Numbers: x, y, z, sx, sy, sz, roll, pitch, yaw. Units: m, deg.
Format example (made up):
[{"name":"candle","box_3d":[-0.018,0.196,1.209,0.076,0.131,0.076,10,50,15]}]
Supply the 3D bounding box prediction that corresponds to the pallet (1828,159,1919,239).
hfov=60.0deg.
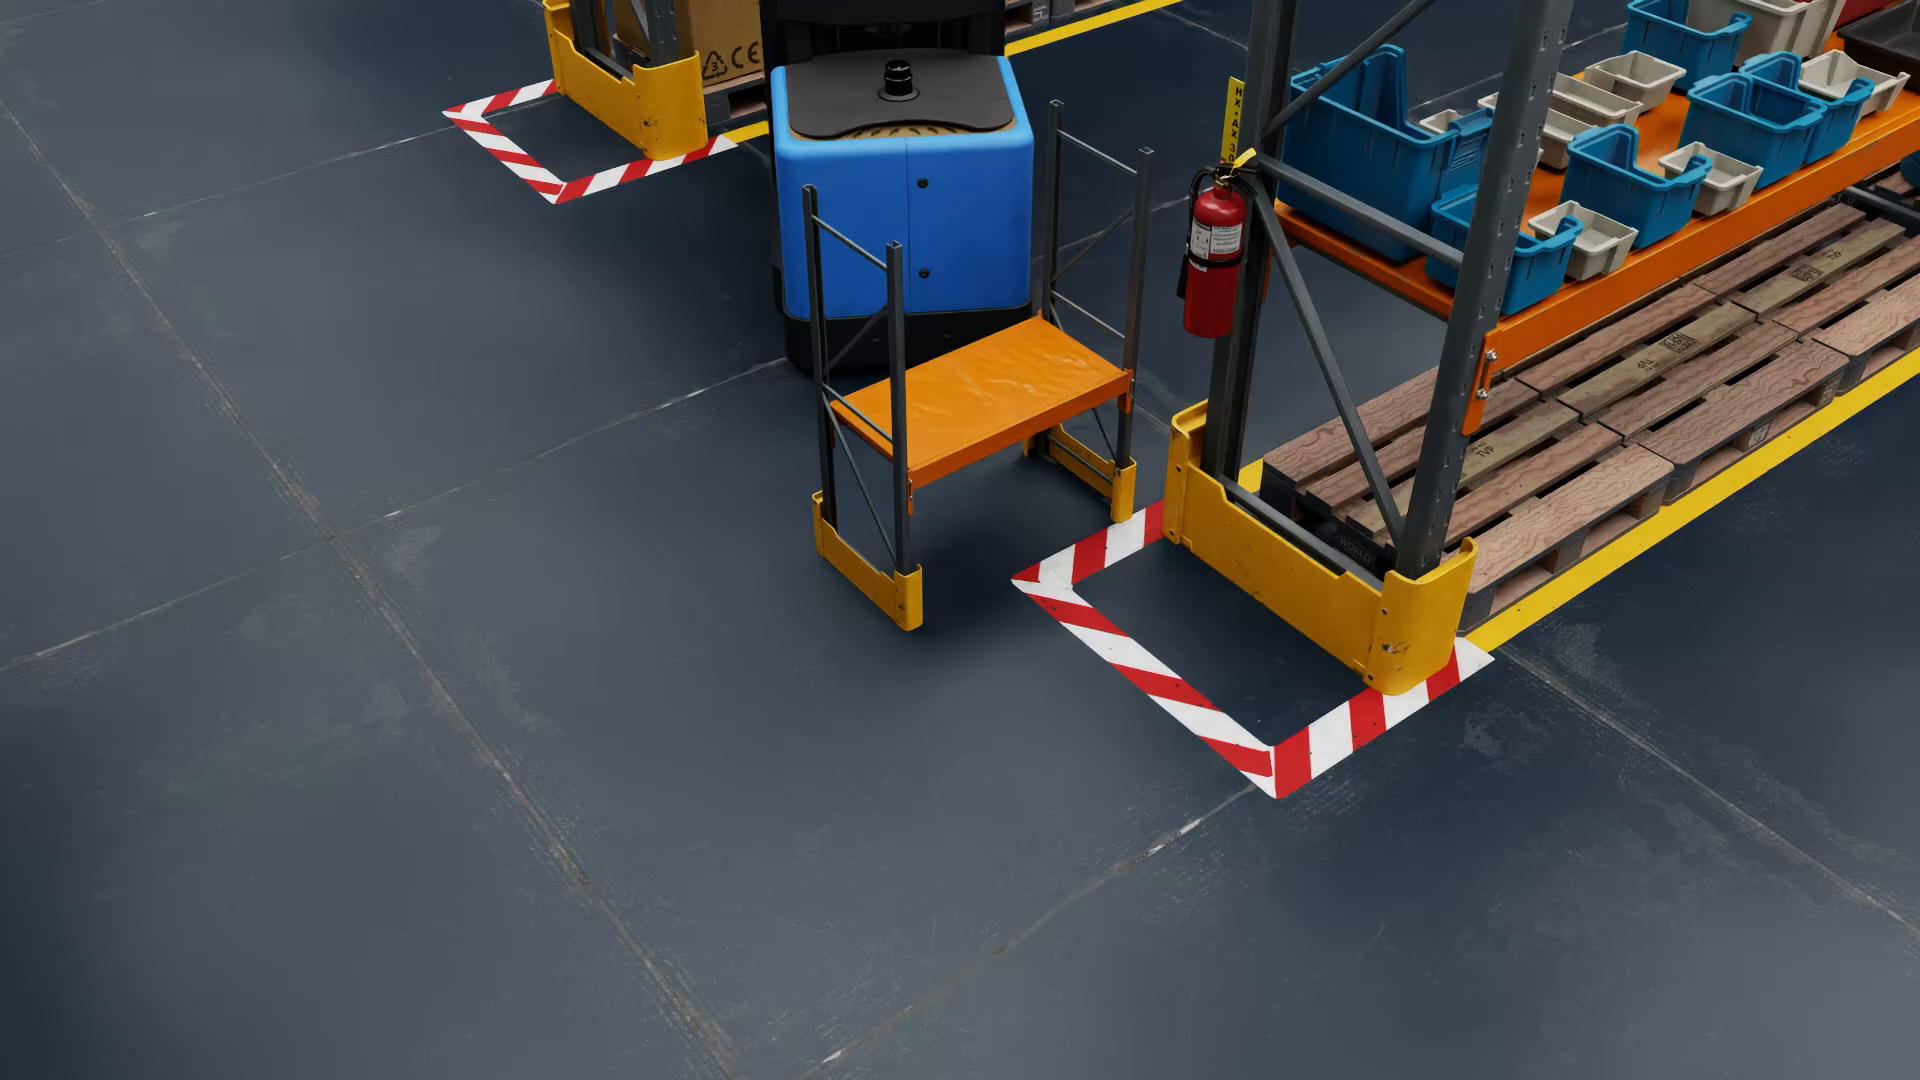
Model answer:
[{"name":"pallet","box_3d":[5.048,-1.738,8.202,1.213,0.211,1.003,-26,46,-28]}]

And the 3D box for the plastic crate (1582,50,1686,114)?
[{"name":"plastic crate","box_3d":[2.443,-1.669,6.080,0.250,0.136,0.298,-26,46,-28]}]

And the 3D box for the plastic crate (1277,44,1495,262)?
[{"name":"plastic crate","box_3d":[1.391,-1.253,5.337,0.499,0.435,0.616,-26,46,-28]}]

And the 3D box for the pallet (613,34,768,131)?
[{"name":"pallet","box_3d":[-1.193,-2.754,9.441,1.213,0.211,1.003,-26,46,-28]}]

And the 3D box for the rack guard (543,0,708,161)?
[{"name":"rack guard","box_3d":[-1.798,-2.508,8.913,0.348,0.500,1.175,-26,46,-28]}]

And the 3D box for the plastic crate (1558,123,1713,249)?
[{"name":"plastic crate","box_3d":[2.157,-1.136,5.354,0.300,0.233,0.416,-26,46,-28]}]

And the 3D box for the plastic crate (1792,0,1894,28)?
[{"name":"plastic crate","box_3d":[3.550,-2.368,6.674,0.583,0.464,0.402,-26,46,-28]}]

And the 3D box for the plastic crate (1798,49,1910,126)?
[{"name":"plastic crate","box_3d":[3.213,-1.636,6.040,0.466,0.136,0.293,-26,46,-28]}]

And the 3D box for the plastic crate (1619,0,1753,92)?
[{"name":"plastic crate","box_3d":[2.711,-1.874,6.254,0.300,0.233,0.416,-26,46,-28]}]

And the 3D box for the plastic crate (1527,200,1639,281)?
[{"name":"plastic crate","box_3d":[1.940,-0.926,5.175,0.298,0.136,0.250,-26,46,-28]}]

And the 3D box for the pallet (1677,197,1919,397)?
[{"name":"pallet","box_3d":[3.851,-1.157,7.494,1.213,0.211,1.003,-26,46,-28]}]

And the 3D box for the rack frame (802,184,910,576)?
[{"name":"rack frame","box_3d":[-0.336,-0.416,5.575,0.032,1.500,0.500,-26,46,-28]}]

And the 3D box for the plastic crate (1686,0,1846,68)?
[{"name":"plastic crate","box_3d":[3.088,-2.019,6.392,0.530,0.282,0.437,-26,46,-28]}]

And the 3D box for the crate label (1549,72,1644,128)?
[{"name":"crate label","box_3d":[2.220,-1.545,5.929,0.243,0.136,0.396,-26,46,-28]}]

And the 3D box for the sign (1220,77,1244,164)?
[{"name":"sign","box_3d":[0.891,-1.327,5.373,0.005,0.325,0.100,-26,46,-28]}]

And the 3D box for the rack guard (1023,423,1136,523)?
[{"name":"rack guard","box_3d":[0.455,-0.319,6.441,0.087,0.250,0.587,-26,46,-28]}]

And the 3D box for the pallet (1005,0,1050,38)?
[{"name":"pallet","box_3d":[-0.226,-3.223,10.012,1.213,0.211,1.003,-26,46,-28]}]

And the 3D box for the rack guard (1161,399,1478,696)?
[{"name":"rack guard","box_3d":[1.228,-0.011,5.869,0.348,0.500,1.175,-26,46,-28]}]

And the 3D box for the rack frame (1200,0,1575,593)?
[{"name":"rack frame","box_3d":[1.239,-0.993,5.095,0.127,3.000,1.000,-26,46,-28]}]

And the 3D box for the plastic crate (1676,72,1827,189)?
[{"name":"plastic crate","box_3d":[2.679,-1.390,5.664,0.300,0.233,0.416,-26,46,-28]}]

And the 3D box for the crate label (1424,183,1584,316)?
[{"name":"crate label","box_3d":[1.635,-0.881,5.044,0.303,0.233,0.416,-26,46,-28]}]

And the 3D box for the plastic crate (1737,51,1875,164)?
[{"name":"plastic crate","box_3d":[2.917,-1.506,5.806,0.300,0.233,0.416,-26,46,-28]}]

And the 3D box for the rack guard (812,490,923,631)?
[{"name":"rack guard","box_3d":[-0.334,0.066,5.972,0.087,0.250,0.587,-26,46,-28]}]

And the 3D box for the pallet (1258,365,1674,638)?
[{"name":"pallet","box_3d":[1.917,-0.214,6.345,1.213,0.211,1.003,-26,46,-28]}]

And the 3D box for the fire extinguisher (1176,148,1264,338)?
[{"name":"fire extinguisher","box_3d":[0.843,-0.989,5.446,0.183,0.674,0.296,-26,46,-28]}]

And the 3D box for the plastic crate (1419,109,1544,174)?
[{"name":"plastic crate","box_3d":[1.775,-1.320,5.655,0.243,0.136,0.396,-26,46,-28]}]

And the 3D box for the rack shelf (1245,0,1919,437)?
[{"name":"rack shelf","box_3d":[2.825,-1.488,6.266,4.000,0.370,1.077,-26,46,-28]}]

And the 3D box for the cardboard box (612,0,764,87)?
[{"name":"cardboard box","box_3d":[-1.320,-3.112,9.023,0.875,0.875,0.875,-26,46,-28]}]

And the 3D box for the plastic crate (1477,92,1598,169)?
[{"name":"plastic crate","box_3d":[2.014,-1.425,5.783,0.243,0.136,0.396,-26,46,-28]}]

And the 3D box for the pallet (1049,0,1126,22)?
[{"name":"pallet","box_3d":[0.742,-3.697,10.590,1.213,0.211,1.003,-26,46,-28]}]

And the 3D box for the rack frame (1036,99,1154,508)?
[{"name":"rack frame","box_3d":[0.471,-0.809,6.054,0.032,1.500,0.500,-26,46,-28]}]

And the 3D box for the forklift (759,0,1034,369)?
[{"name":"forklift","box_3d":[-0.371,-2.781,7.329,1.130,2.935,3.031,-4,40,-5]}]

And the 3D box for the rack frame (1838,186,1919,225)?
[{"name":"rack frame","box_3d":[4.411,-2.539,6.980,0.127,3.000,1.000,-26,46,-28]}]

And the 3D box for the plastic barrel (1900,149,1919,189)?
[{"name":"plastic barrel","box_3d":[4.852,-2.092,7.758,0.708,0.901,0.600,-26,46,-28]}]

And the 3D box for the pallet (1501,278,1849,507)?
[{"name":"pallet","box_3d":[2.883,-0.683,6.916,1.213,0.211,1.003,-26,46,-28]}]

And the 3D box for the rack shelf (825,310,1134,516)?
[{"name":"rack shelf","box_3d":[0.068,-0.474,5.929,1.000,0.185,0.538,-26,46,-28]}]

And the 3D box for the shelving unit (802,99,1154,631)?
[{"name":"shelving unit","box_3d":[0.060,-0.609,5.810,1.083,1.500,0.587,-26,46,-28]}]

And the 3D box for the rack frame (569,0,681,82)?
[{"name":"rack frame","box_3d":[-1.779,-3.484,8.132,0.127,3.000,1.000,-26,46,-28]}]

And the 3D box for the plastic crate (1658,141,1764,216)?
[{"name":"plastic crate","box_3d":[2.478,-1.189,5.495,0.298,0.136,0.250,-26,46,-28]}]

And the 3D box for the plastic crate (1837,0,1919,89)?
[{"name":"plastic crate","box_3d":[3.687,-1.888,6.356,0.590,0.125,0.437,-26,46,-28]}]
